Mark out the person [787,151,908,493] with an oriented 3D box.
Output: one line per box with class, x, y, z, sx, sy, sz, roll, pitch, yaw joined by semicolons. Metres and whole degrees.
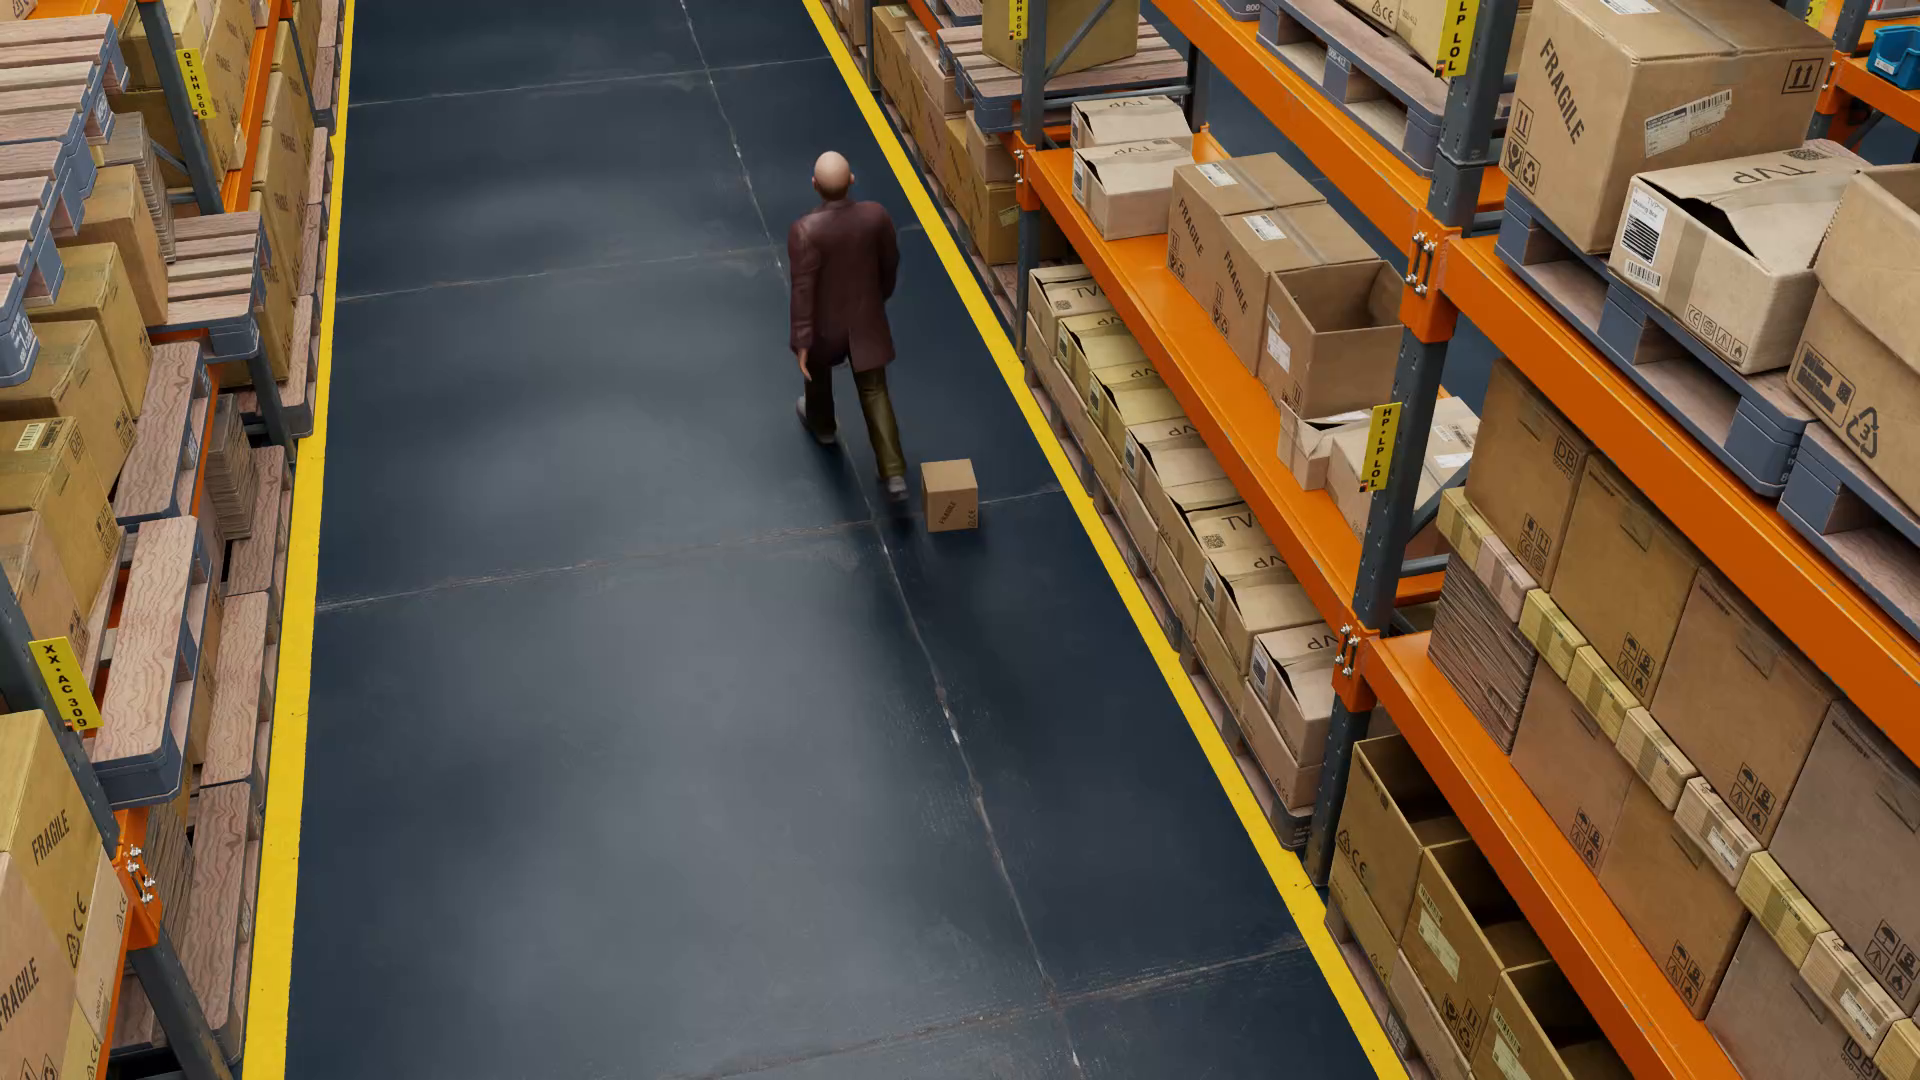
person;-0.567;-1.079;8.130;0.629;1.728;1.153;-13;40;-16
